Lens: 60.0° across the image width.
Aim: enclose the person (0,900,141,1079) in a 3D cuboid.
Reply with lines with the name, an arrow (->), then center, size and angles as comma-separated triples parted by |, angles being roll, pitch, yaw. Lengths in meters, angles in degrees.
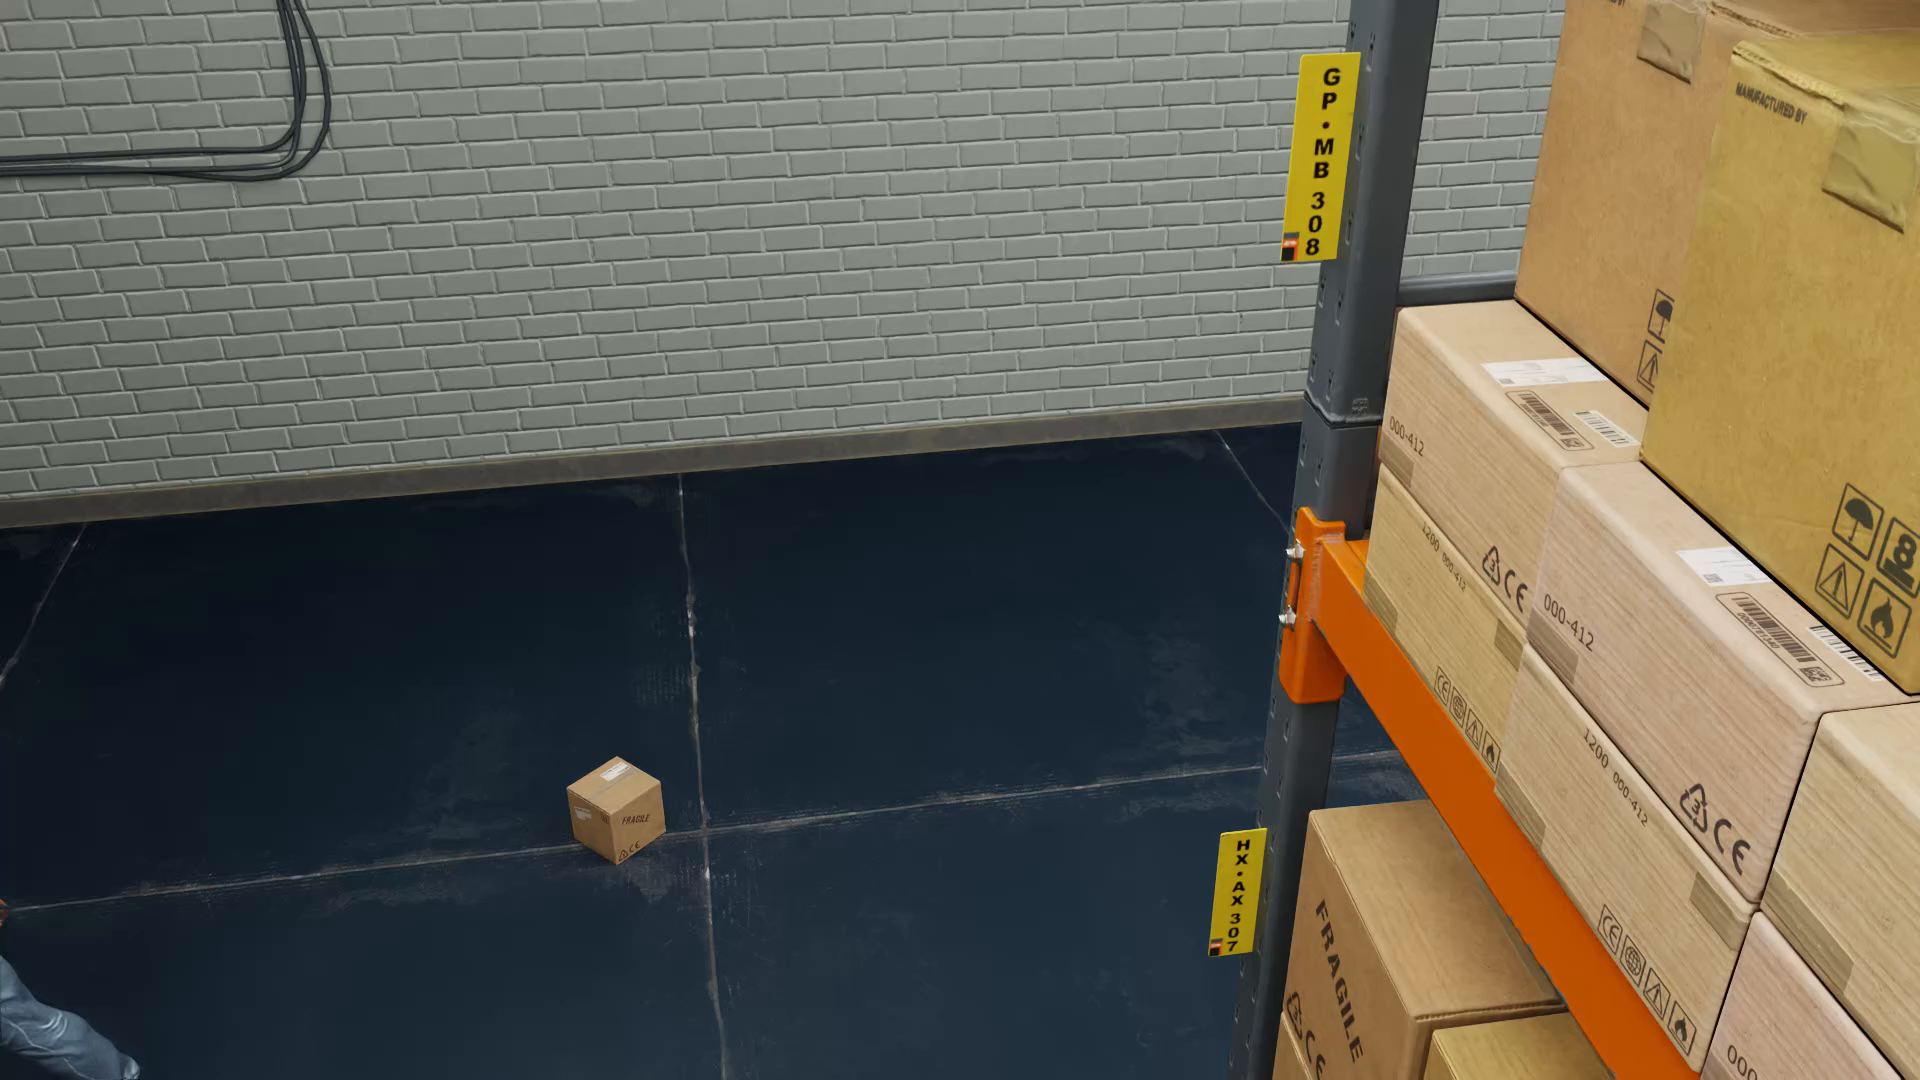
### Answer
person -> -3.009, 1.133, 4.651 | 0.973, 1.716, 0.571 | -20, 36, -30
